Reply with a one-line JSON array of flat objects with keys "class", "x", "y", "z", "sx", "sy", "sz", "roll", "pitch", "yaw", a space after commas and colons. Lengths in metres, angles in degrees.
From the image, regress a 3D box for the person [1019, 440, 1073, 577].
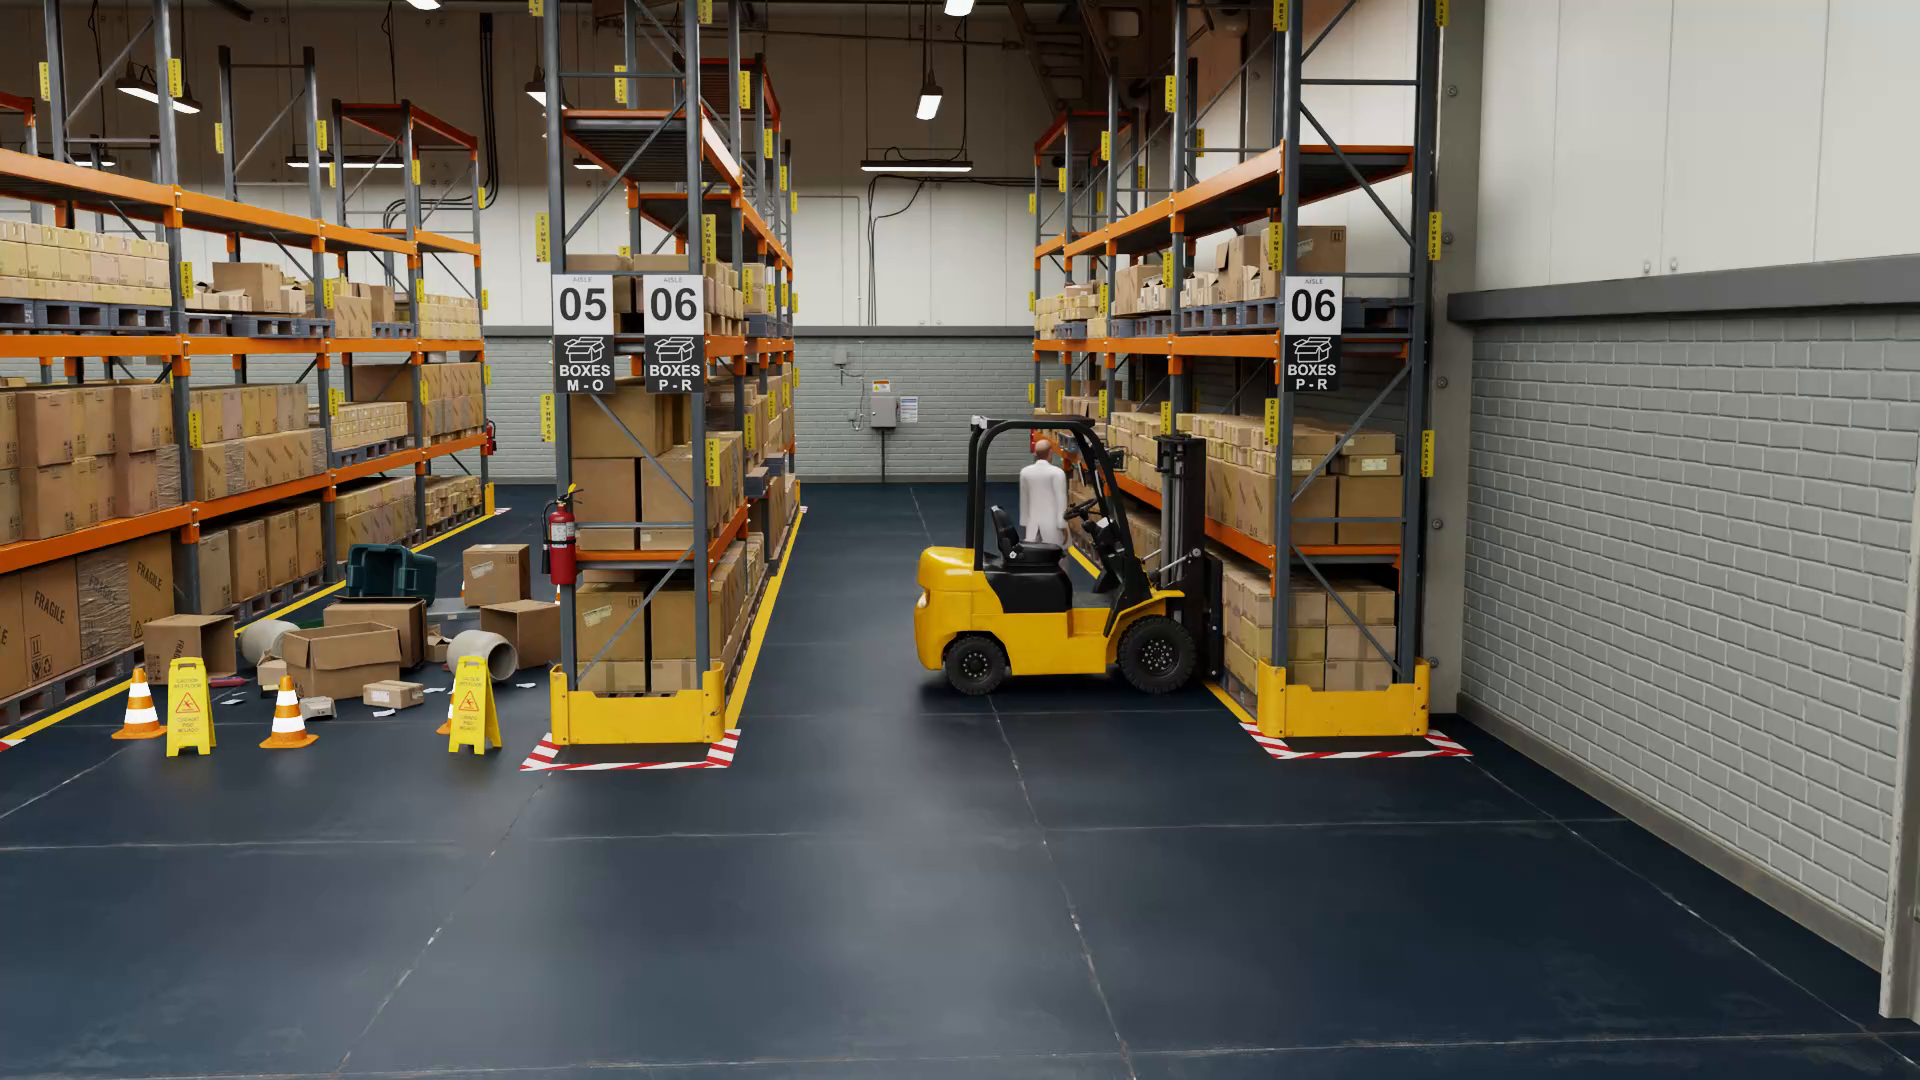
[{"class": "person", "x": 0.906, "y": -0.140, "z": 16.960, "sx": 0.611, "sy": 1.773, "sz": 0.765, "roll": 4, "pitch": 8, "yaw": 33}]
